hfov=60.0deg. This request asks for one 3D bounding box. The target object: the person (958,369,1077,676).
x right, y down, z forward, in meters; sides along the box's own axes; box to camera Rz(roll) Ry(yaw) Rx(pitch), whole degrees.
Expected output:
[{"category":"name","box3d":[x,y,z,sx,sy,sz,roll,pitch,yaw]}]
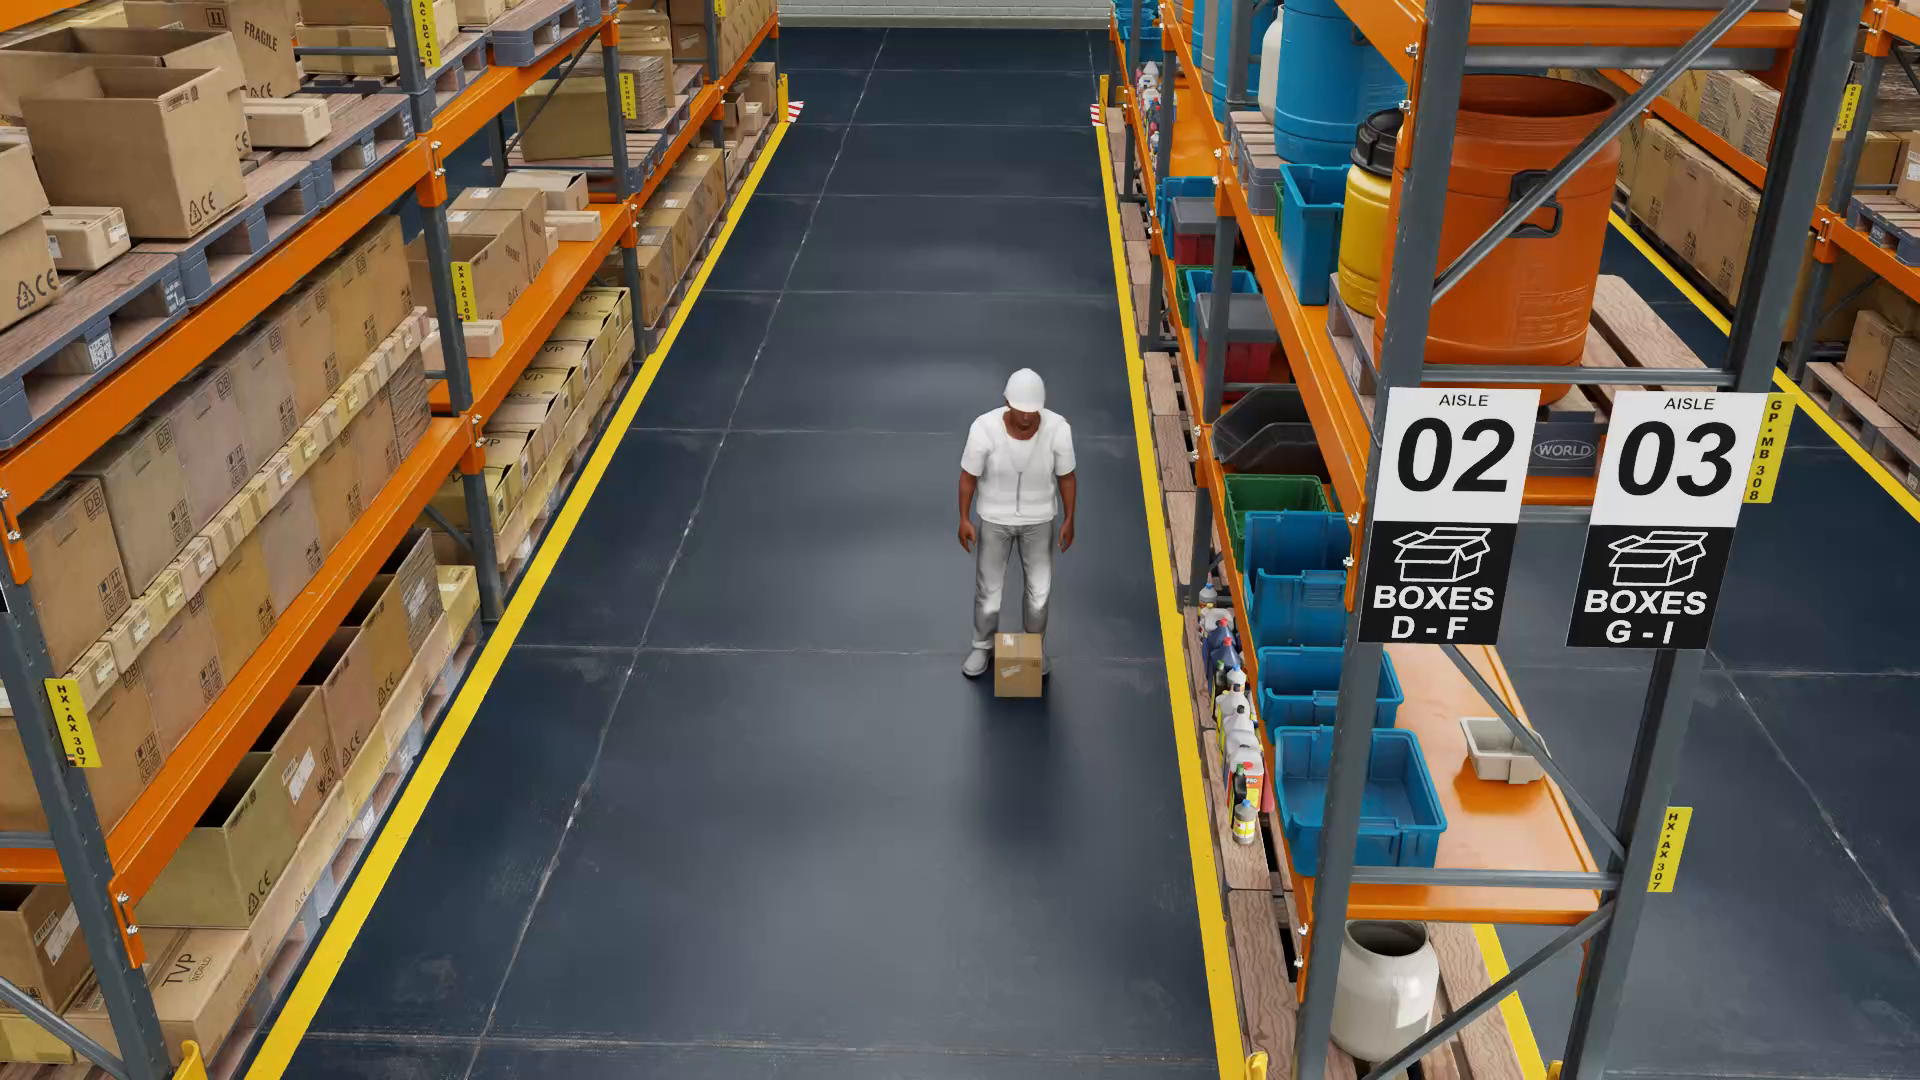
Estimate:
[{"category":"person","box3d":[0.302,-0.099,8.792,0.627,1.759,0.463,0,28,-1]}]
